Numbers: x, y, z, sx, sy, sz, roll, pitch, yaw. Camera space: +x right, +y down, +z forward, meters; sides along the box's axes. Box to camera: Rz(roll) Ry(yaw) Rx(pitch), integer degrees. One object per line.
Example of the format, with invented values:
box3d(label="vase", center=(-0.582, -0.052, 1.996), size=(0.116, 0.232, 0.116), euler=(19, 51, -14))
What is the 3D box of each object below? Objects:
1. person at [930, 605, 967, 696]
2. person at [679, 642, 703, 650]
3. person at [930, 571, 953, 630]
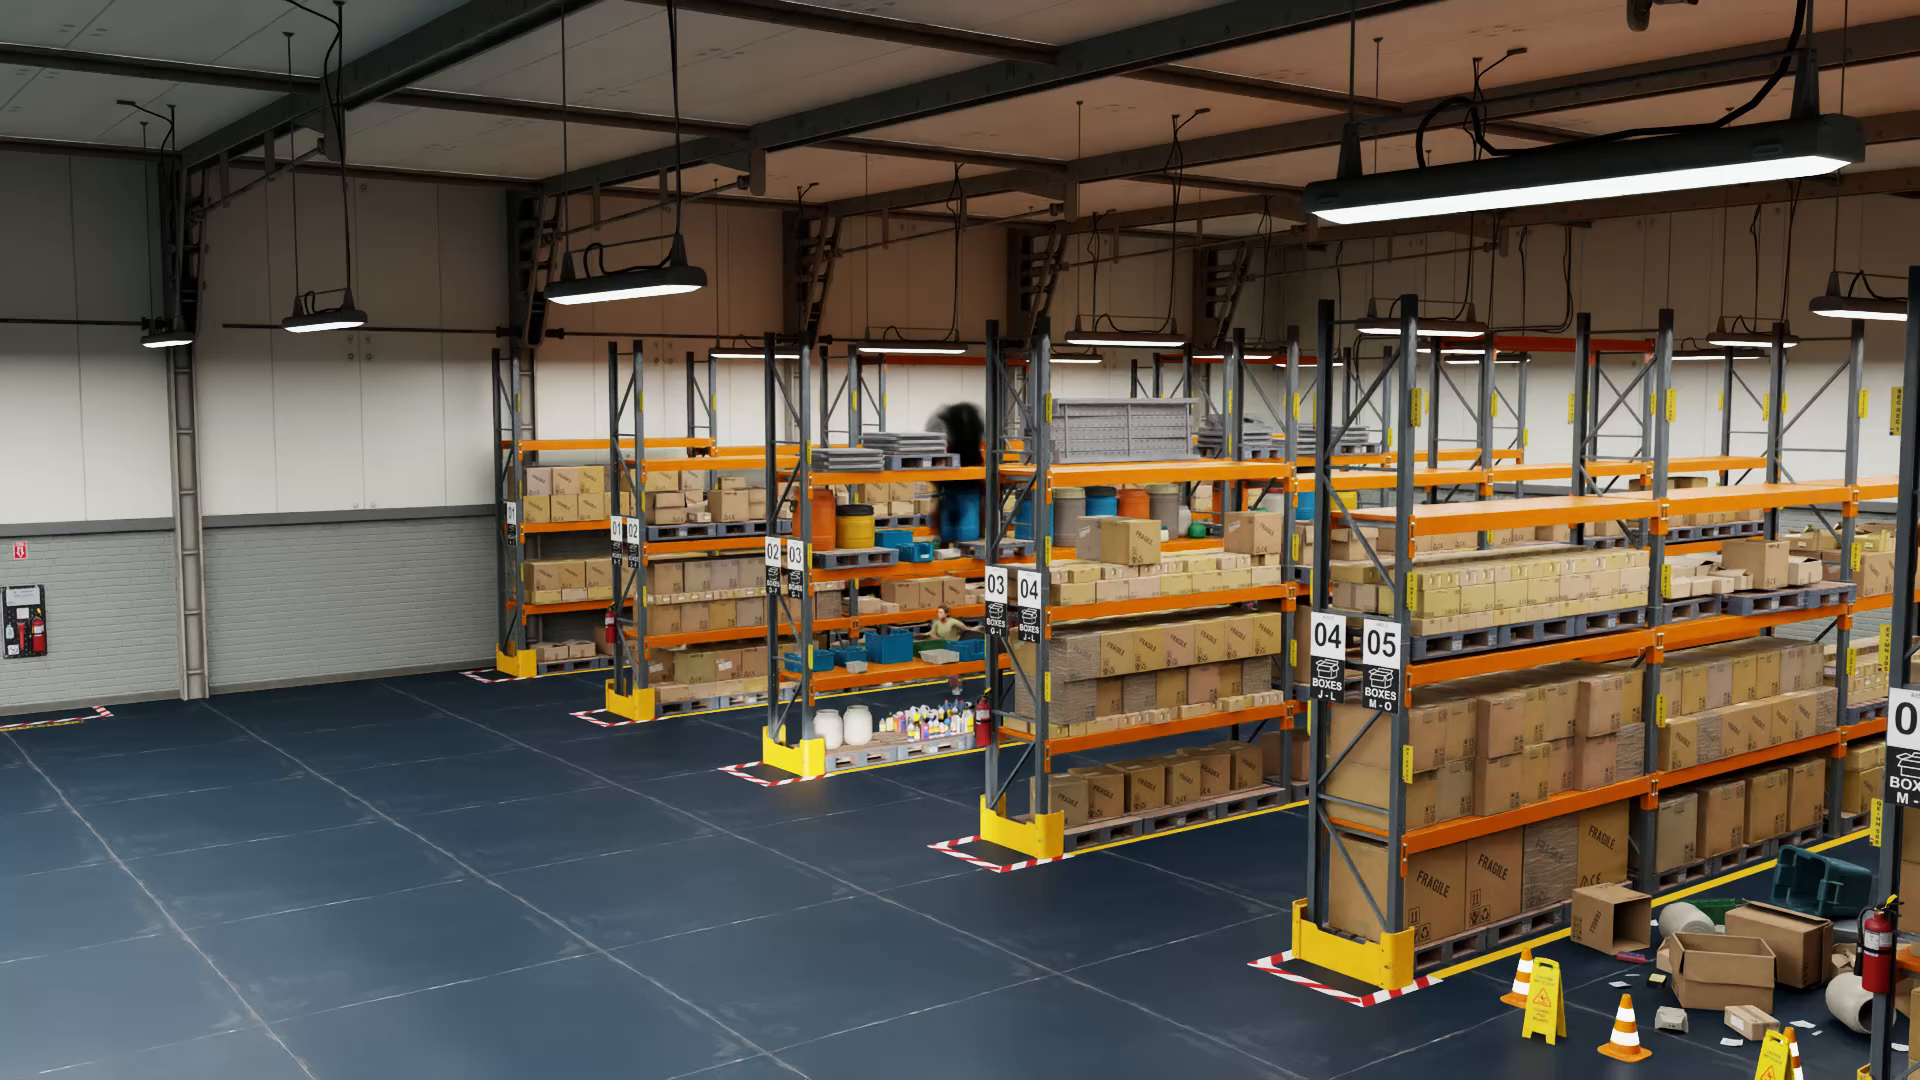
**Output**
box3d(label="person", center=(-0.184, 1.880, 28.393), size=(0.586, 1.565, 0.854), euler=(3, 6, 30))
box3d(label="person", center=(-4.660, 1.759, 29.546), size=(1.028, 1.734, 0.714), euler=(-4, 7, -40))
box3d(label="person", center=(-0.325, 1.385, 33.089), size=(0.587, 1.739, 0.679), euler=(-4, 7, -40))
